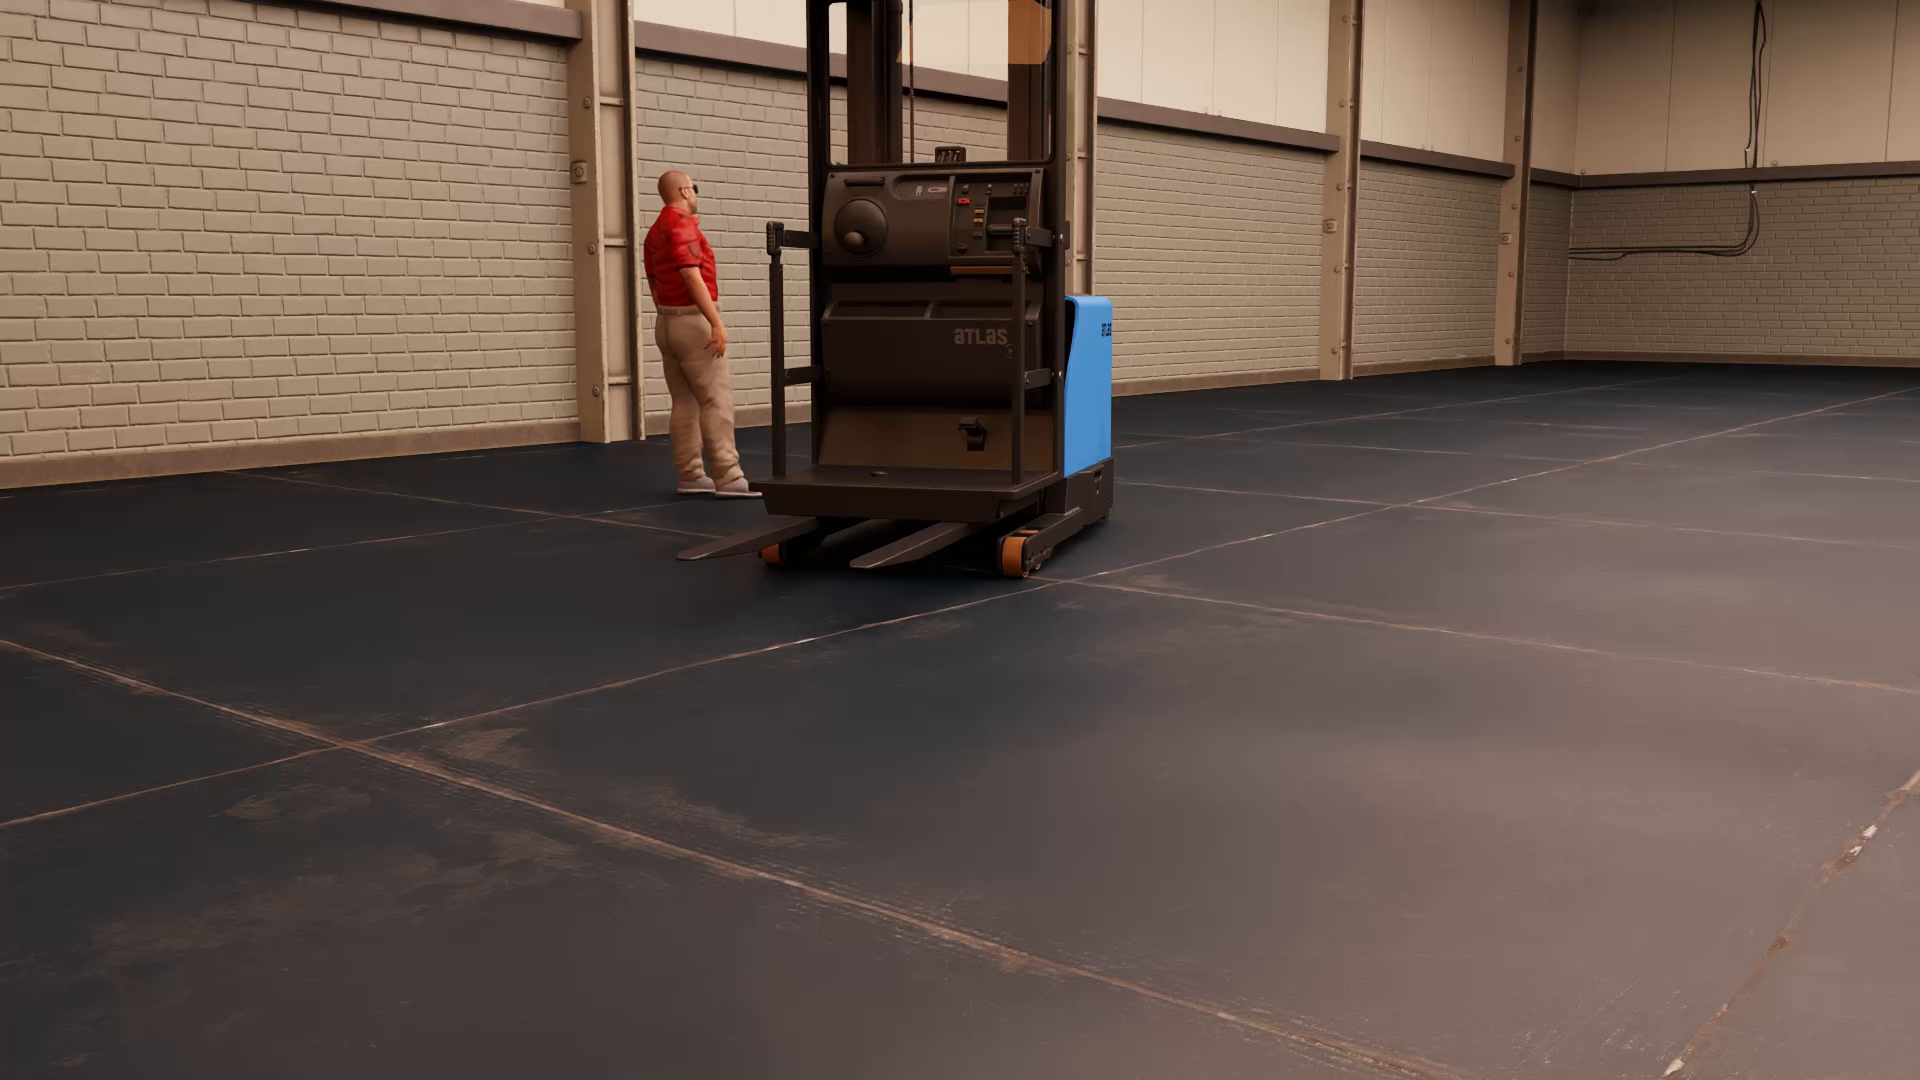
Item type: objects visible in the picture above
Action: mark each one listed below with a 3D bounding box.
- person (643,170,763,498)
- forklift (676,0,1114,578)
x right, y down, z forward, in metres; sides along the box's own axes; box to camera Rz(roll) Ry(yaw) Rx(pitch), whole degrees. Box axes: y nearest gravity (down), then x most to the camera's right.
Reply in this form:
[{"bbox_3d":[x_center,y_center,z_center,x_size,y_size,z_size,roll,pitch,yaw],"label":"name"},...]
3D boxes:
[{"bbox_3d":[-1.375,-1.107,8.964,0.533,1.729,0.640,-5,10,-33],"label":"person"},{"bbox_3d":[-0.176,-1.366,6.616,1.130,2.935,3.031,3,9,17],"label":"forklift"}]
